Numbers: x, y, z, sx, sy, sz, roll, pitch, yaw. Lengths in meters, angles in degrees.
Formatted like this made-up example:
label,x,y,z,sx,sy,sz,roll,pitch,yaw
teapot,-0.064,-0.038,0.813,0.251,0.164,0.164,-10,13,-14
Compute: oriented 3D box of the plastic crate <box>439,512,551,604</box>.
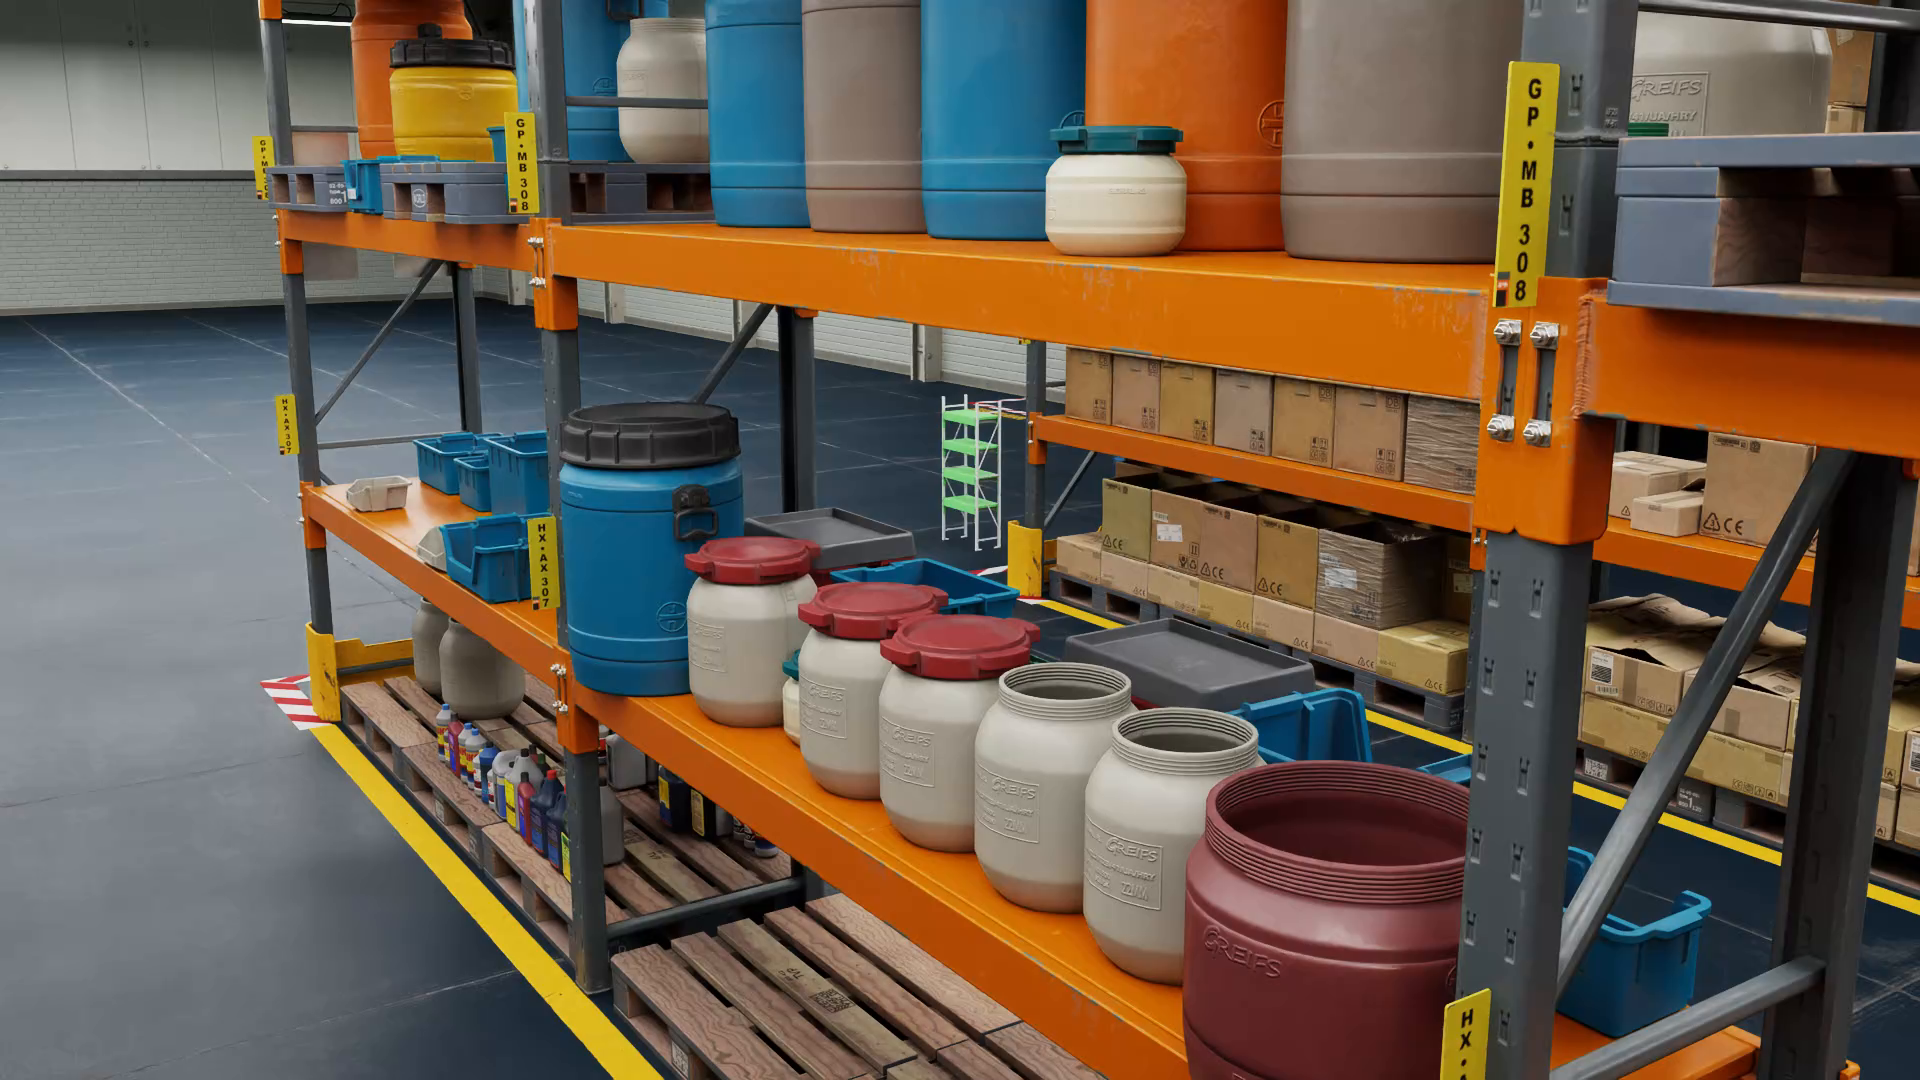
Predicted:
label,x,y,z,sx,sy,sz,roll,pitch,yaw
plastic crate,-1.829,0.063,6.902,0.499,0.251,0.616,-8,15,-33

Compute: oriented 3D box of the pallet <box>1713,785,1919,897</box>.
label,x,y,z,sx,sy,sz,roll,pitch,yaw
pallet,4.256,1.275,7.538,1.003,0.211,1.213,-8,15,-33

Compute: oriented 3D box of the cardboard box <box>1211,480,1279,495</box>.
label,x,y,z,sx,sy,sz,roll,pitch,yaw
cardboard box,2.030,-0.134,11.152,0.500,0.500,0.500,-8,15,-33

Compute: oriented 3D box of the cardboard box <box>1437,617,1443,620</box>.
label,x,y,z,sx,sy,sz,roll,pitch,yaw
cardboard box,2.858,0.499,10.010,0.500,0.250,0.500,-8,15,-33

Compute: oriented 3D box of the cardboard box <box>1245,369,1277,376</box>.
label,x,y,z,sx,sy,sz,roll,pitch,yaw
cardboard box,1.954,-1.093,10.084,0.380,0.149,0.250,-8,14,-31

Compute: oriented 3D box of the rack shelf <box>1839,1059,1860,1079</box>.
label,x,y,z,sx,sy,sz,roll,pitch,yaw
rack shelf,2.334,1.573,1.330,1.077,0.370,4.000,-8,15,-33

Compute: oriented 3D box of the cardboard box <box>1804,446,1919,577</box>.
label,x,y,z,sx,sy,sz,roll,pitch,yaw
cardboard box,4.117,-0.158,7.331,0.500,0.500,0.500,-8,15,-33

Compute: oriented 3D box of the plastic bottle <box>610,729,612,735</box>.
label,x,y,z,sx,sy,sz,roll,pitch,yaw
plastic bottle,-1.630,0.906,8.041,0.152,0.276,0.135,-9,15,-34

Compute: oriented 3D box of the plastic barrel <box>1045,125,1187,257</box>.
label,x,y,z,sx,sy,sz,roll,pitch,yaw
plastic barrel,0.327,-0.730,3.482,0.301,0.262,0.301,0,12,0

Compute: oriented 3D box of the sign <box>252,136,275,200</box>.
label,x,y,z,sx,sy,sz,roll,pitch,yaw
sign,-3.667,-1.962,8.770,0.100,0.325,0.005,-8,15,-33

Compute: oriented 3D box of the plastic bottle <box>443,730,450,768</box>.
label,x,y,z,sx,sy,sz,roll,pitch,yaw
plastic bottle,-2.404,0.973,7.911,0.097,0.201,0.097,0,12,0

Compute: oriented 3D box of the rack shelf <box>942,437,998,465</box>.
label,x,y,z,sx,sy,sz,roll,pitch,yaw
rack shelf,0.092,-0.729,13.561,0.258,0.148,0.480,-8,15,-33

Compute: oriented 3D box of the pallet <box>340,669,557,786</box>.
label,x,y,z,sx,sy,sz,roll,pitch,yaw
pallet,-2.680,0.959,8.984,1.003,0.211,1.213,-8,15,-33

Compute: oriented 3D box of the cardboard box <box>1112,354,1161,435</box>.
label,x,y,z,sx,sy,sz,roll,pitch,yaw
cardboard box,1.462,-1.014,11.242,0.700,0.500,0.500,-8,14,-31

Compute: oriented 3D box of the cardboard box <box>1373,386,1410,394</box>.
label,x,y,z,sx,sy,sz,roll,pitch,yaw
cardboard box,2.524,-0.910,9.250,0.380,0.149,0.250,-9,15,-34

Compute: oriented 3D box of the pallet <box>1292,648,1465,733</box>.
label,x,y,z,sx,sy,sz,roll,pitch,yaw
pallet,2.730,0.785,9.778,1.003,0.211,1.213,-8,15,-33

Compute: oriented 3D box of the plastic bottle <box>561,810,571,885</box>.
label,x,y,z,sx,sy,sz,roll,pitch,yaw
plastic bottle,-1.531,1.220,6.589,0.061,0.283,0.133,-7,14,-30

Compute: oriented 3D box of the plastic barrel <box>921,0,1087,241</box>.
label,x,y,z,sx,sy,sz,roll,pitch,yaw
plastic barrel,0.197,-1.258,4.399,0.600,0.901,0.708,-8,15,-33

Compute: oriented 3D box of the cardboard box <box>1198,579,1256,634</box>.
label,x,y,z,sx,sy,sz,roll,pitch,yaw
cardboard box,1.861,0.384,10.536,0.500,0.250,0.500,-8,15,-33

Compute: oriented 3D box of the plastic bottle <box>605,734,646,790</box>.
label,x,y,z,sx,sy,sz,roll,pitch,yaw
plastic bottle,-1.542,0.991,7.657,0.152,0.276,0.135,-8,15,-33

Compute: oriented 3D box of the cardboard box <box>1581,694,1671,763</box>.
label,x,y,z,sx,sy,sz,roll,pitch,yaw
cardboard box,3.435,0.899,8.181,0.500,0.250,0.500,-8,14,-31

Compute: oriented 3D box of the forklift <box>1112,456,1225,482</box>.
label,x,y,z,sx,sy,sz,roll,pitch,yaw
forklift,2.867,-1.521,13.958,3.031,2.935,1.130,-2,12,-8

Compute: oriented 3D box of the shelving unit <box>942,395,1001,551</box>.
label,x,y,z,sx,sy,sz,roll,pitch,yaw
shelving unit,0.092,-0.557,13.599,0.258,1.200,0.503,-8,15,-33

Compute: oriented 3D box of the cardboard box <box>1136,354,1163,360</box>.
label,x,y,z,sx,sy,sz,roll,pitch,yaw
cardboard box,1.381,-1.276,10.925,0.380,0.149,0.250,-8,15,-34

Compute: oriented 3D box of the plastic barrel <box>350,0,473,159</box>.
label,x,y,z,sx,sy,sz,roll,pitch,yaw
plastic barrel,-2.831,-2.366,8.648,0.600,0.830,0.708,-8,15,-33

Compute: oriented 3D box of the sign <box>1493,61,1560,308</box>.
label,x,y,z,sx,sy,sz,roll,pitch,yaw
sign,0.772,-0.482,2.267,0.100,0.325,0.005,-8,15,-33

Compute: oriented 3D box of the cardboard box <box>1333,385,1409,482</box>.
label,x,y,z,sx,sy,sz,roll,pitch,yaw
cardboard box,2.587,-0.651,9.583,0.700,0.500,0.500,-8,15,-33

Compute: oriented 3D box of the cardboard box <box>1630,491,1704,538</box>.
label,x,y,z,sx,sy,sz,roll,pitch,yaw
cardboard box,3.456,-0.126,8.006,0.380,0.149,0.250,-8,15,-33

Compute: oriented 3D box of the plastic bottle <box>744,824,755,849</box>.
label,x,y,z,sx,sy,sz,roll,pitch,yaw
plastic bottle,-0.858,1.180,6.964,0.097,0.201,0.097,0,12,0

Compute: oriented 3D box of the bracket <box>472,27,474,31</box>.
label,x,y,z,sx,sy,sz,roll,pitch,yaw
bracket,-11.984,-12.080,39.612,0.076,0.066,3.189,-8,15,-33

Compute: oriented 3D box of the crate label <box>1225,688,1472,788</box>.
label,x,y,z,sx,sy,sz,roll,pitch,yaw
crate label,0.901,0.640,3.830,0.502,0.435,0.616,-8,15,-33

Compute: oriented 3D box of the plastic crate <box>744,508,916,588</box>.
label,x,y,z,sx,sy,sz,roll,pitch,yaw
plastic crate,-0.467,0.173,5.898,0.402,0.464,0.583,-8,15,-33

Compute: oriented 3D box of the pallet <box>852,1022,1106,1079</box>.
label,x,y,z,sx,sy,sz,roll,pitch,yaw
pallet,0.157,1.869,4.820,1.003,0.211,1.213,-8,15,-33

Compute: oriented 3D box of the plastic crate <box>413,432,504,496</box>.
label,x,y,z,sx,sy,sz,roll,pitch,yaw
plastic crate,-2.680,-0.430,9.157,0.499,0.251,0.616,-8,15,-33

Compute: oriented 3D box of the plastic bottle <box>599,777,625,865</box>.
label,x,y,z,sx,sy,sz,roll,pitch,yaw
plastic bottle,-1.467,1.136,6.815,0.144,0.351,0.185,-8,15,-33

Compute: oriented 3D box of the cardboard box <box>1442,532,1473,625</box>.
label,x,y,z,sx,sy,sz,roll,pitch,yaw
cardboard box,3.139,0.221,9.526,0.500,0.500,0.500,-8,15,-33

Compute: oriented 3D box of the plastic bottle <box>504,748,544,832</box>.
label,x,y,z,sx,sy,sz,roll,pitch,yaw
plastic bottle,-1.872,1.062,7.155,0.144,0.351,0.185,-8,15,-33

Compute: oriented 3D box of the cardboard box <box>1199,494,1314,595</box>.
label,x,y,z,sx,sy,sz,roll,pitch,yaw
cardboard box,1.860,0.018,10.455,0.500,0.500,0.500,-8,15,-33

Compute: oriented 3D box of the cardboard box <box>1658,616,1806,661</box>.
label,x,y,z,sx,sy,sz,roll,pitch,yaw
cardboard box,3.892,0.563,8.406,0.500,0.311,0.500,-8,14,-31

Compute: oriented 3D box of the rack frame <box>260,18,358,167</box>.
label,x,y,z,sx,sy,sz,roll,pitch,yaw
rack frame,-3.206,-3.487,8.745,1.000,3.000,0.127,-8,15,-33

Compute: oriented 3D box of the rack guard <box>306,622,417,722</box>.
label,x,y,z,sx,sy,sz,roll,pitch,yaw
rack guard,-3.125,0.672,9.617,1.175,0.500,0.348,-8,15,-33

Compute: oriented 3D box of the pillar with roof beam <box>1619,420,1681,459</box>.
label,x,y,z,sx,sy,sz,roll,pitch,yaw
pillar with roof beam,2.565,-4.128,11.676,9.100,9.000,0.400,-8,15,-33

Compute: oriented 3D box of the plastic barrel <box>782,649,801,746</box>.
label,x,y,z,sx,sy,sz,roll,pitch,yaw
plastic barrel,-0.385,0.476,4.988,0.301,0.262,0.301,0,12,0

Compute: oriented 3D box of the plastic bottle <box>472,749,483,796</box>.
label,x,y,z,sx,sy,sz,roll,pitch,yaw
plastic bottle,-2.161,1.051,7.554,0.097,0.201,0.097,0,12,0

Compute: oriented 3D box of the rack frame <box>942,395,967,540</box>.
label,x,y,z,sx,sy,sz,roll,pitch,yaw
rack frame,-0.043,-0.600,13.797,0.240,1.200,0.015,-8,15,-33

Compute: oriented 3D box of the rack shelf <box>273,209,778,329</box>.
label,x,y,z,sx,sy,sz,roll,pitch,yaw
rack shelf,-2.098,-1.315,7.516,1.077,0.370,4.000,-8,15,-33

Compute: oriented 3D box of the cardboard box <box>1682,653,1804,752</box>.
label,x,y,z,sx,sy,sz,roll,pitch,yaw
cardboard box,3.718,0.718,7.699,0.500,0.311,0.500,-9,15,-35

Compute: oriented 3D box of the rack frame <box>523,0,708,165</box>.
label,x,y,z,sx,sy,sz,roll,pitch,yaw
rack frame,-0.990,-2.776,5.492,1.000,3.000,0.127,-8,15,-33

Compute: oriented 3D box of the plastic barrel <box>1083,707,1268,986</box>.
label,x,y,z,sx,sy,sz,roll,pitch,yaw
plastic barrel,0.478,0.654,3.589,0.421,0.512,0.421,0,12,0
